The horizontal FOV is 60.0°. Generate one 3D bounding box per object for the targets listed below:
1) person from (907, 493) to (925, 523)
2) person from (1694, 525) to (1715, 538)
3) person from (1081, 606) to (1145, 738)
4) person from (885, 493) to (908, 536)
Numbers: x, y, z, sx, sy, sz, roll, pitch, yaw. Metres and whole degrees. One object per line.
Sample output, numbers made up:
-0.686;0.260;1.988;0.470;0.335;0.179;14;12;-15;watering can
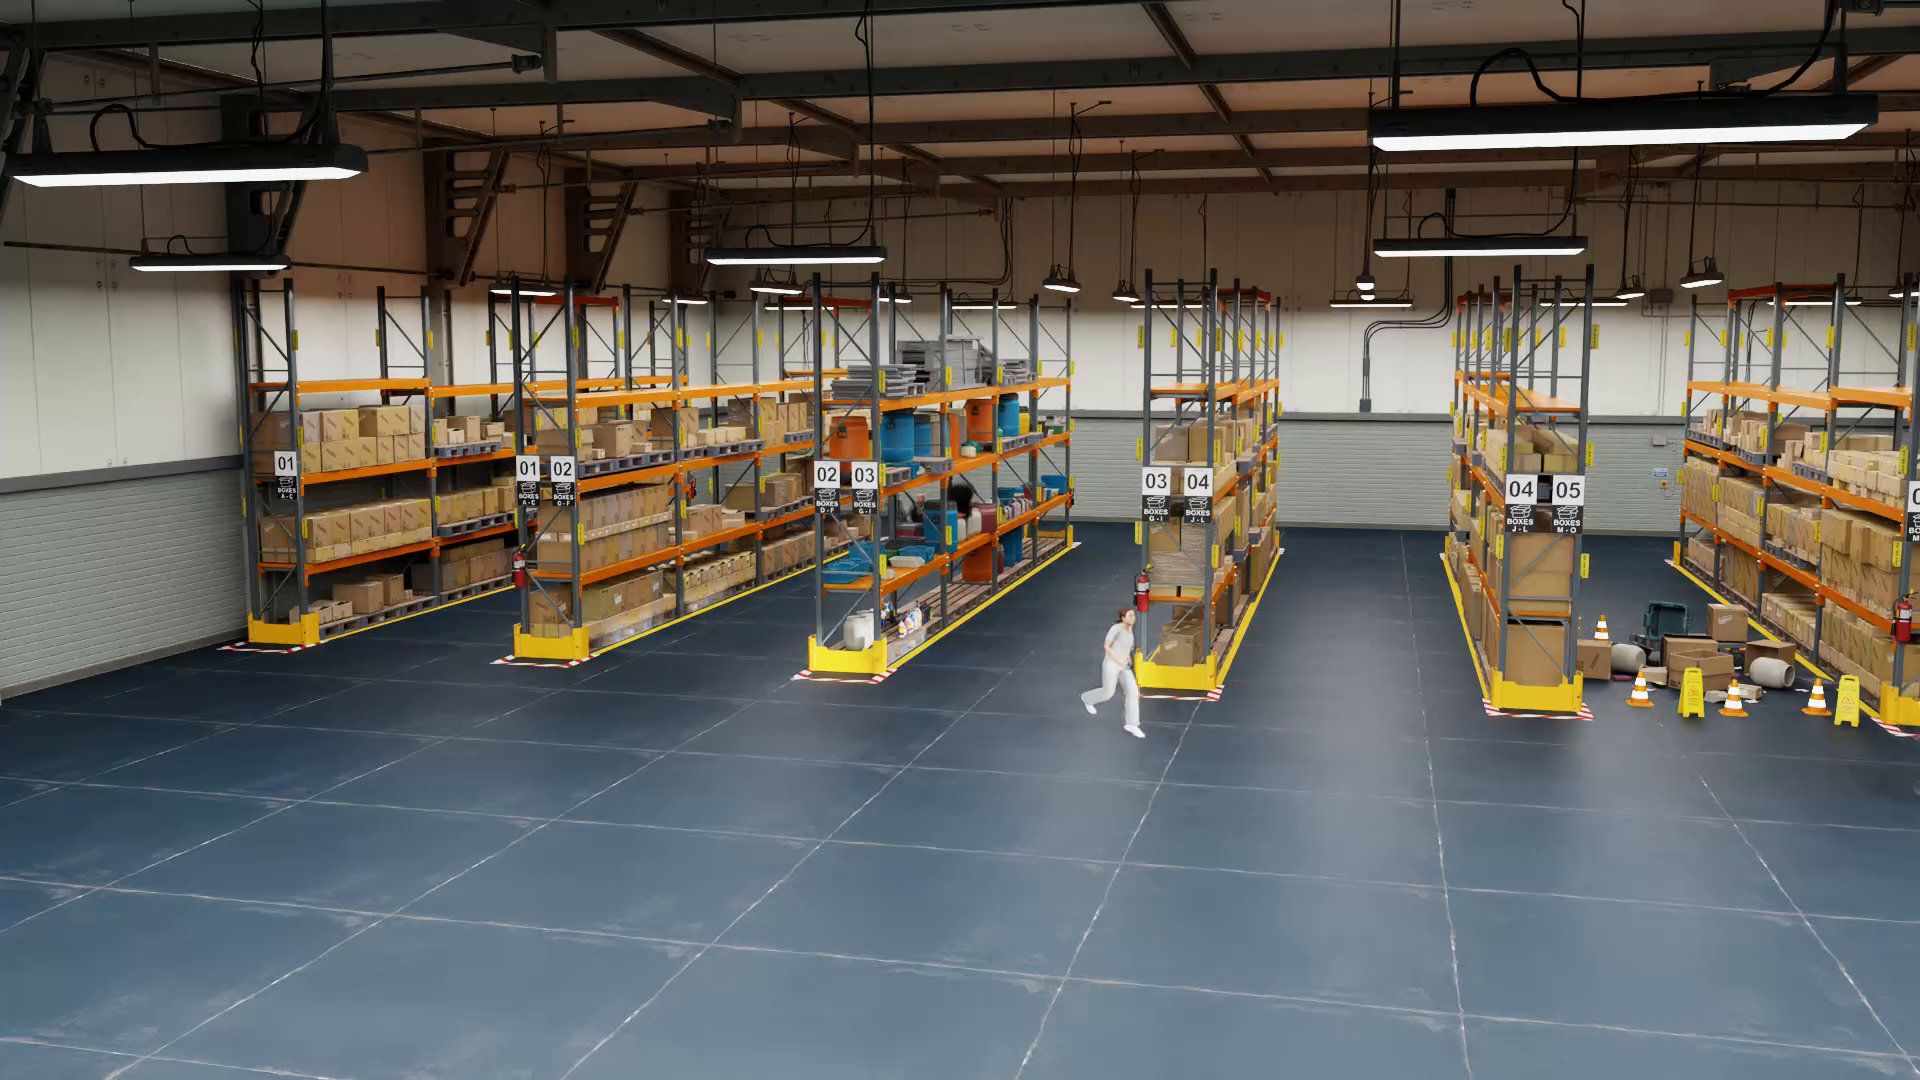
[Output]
-0.833;-0.193;36.347;0.653;1.704;0.880;1;7;12;person
17.144;-0.370;38.161;0.637;1.657;0.610;6;9;40;person
1.979;1.647;21.364;0.564;1.658;1.060;-7;9;-43;person
-1.653;-0.896;42.465;0.592;1.620;0.595;3;8;24;person
